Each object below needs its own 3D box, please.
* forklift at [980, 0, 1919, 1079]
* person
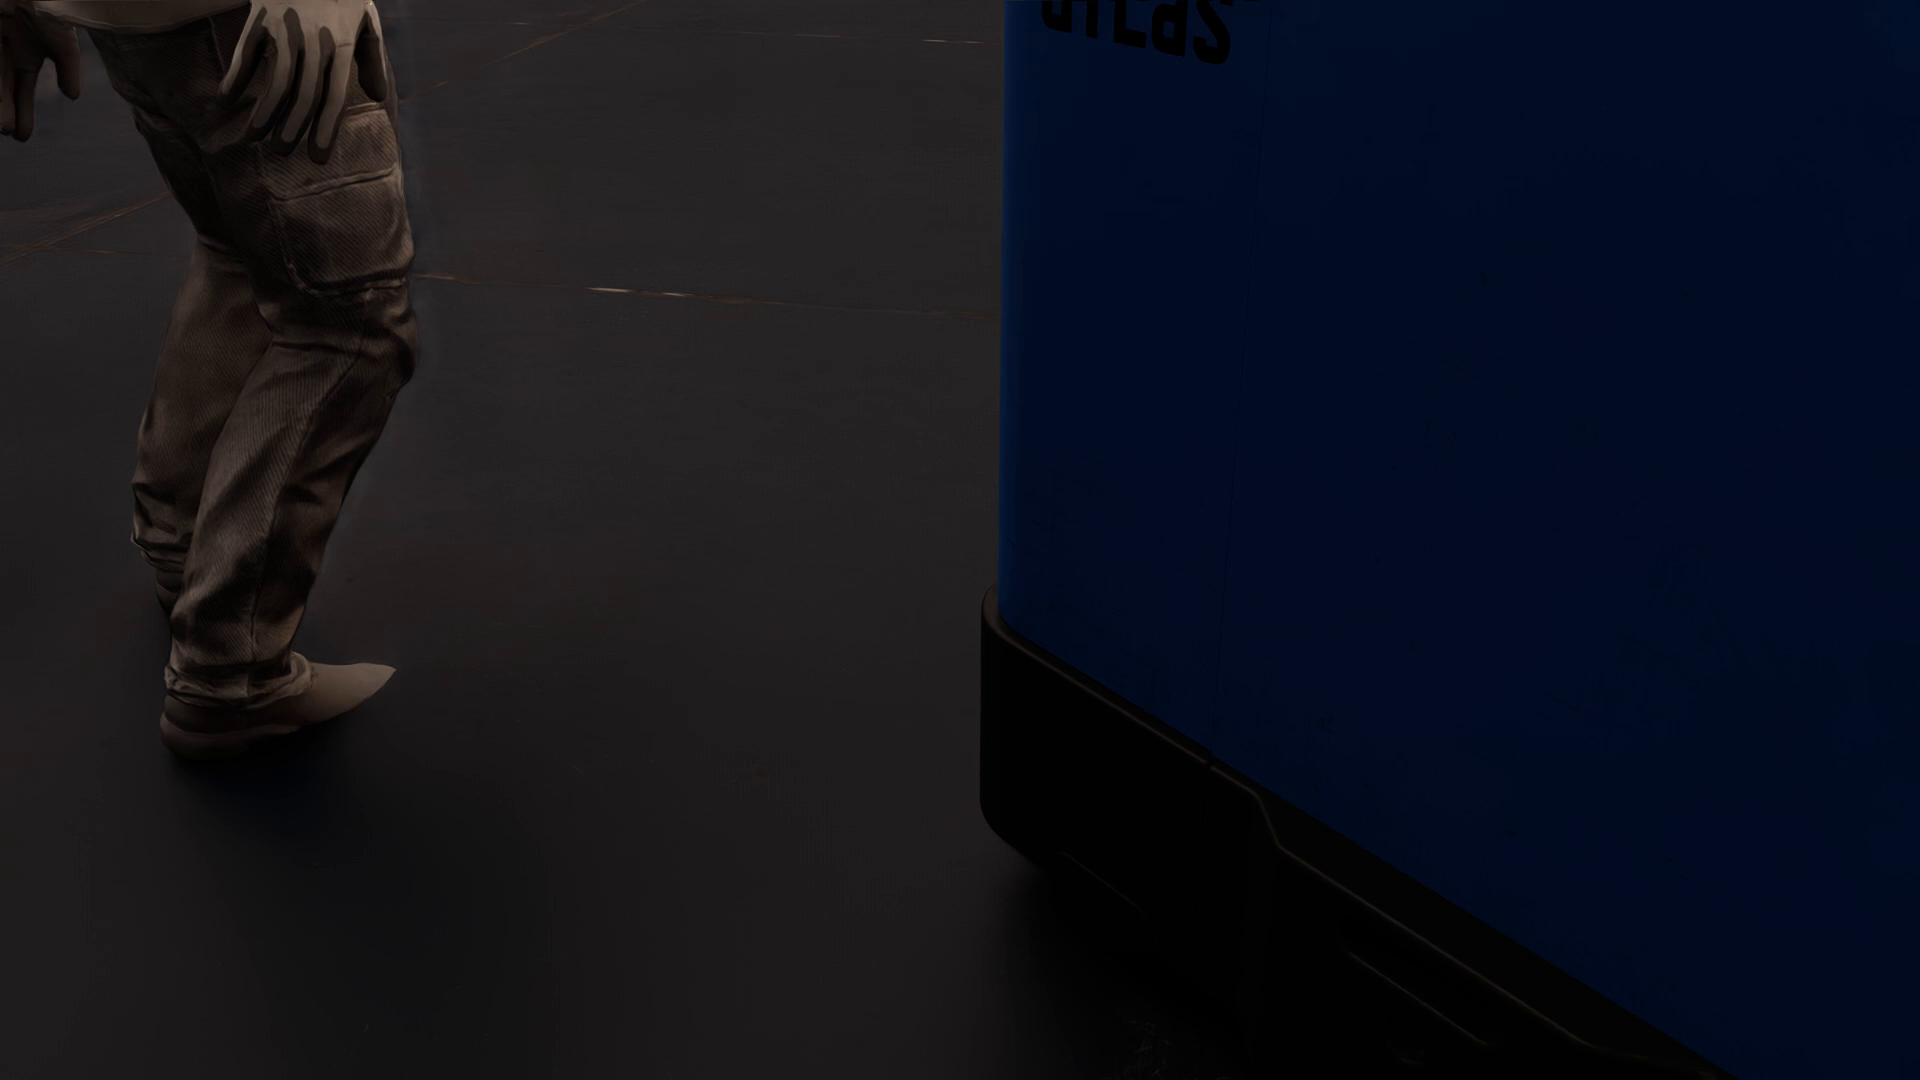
[{"bbox_3d":[1.325,-0.580,0.396,1.130,2.935,3.031,-19,33,-33],"label":"forklift"},{"bbox_3d":[-0.863,-0.604,1.842,0.484,1.753,0.907,-24,35,-39],"label":"person"}]
